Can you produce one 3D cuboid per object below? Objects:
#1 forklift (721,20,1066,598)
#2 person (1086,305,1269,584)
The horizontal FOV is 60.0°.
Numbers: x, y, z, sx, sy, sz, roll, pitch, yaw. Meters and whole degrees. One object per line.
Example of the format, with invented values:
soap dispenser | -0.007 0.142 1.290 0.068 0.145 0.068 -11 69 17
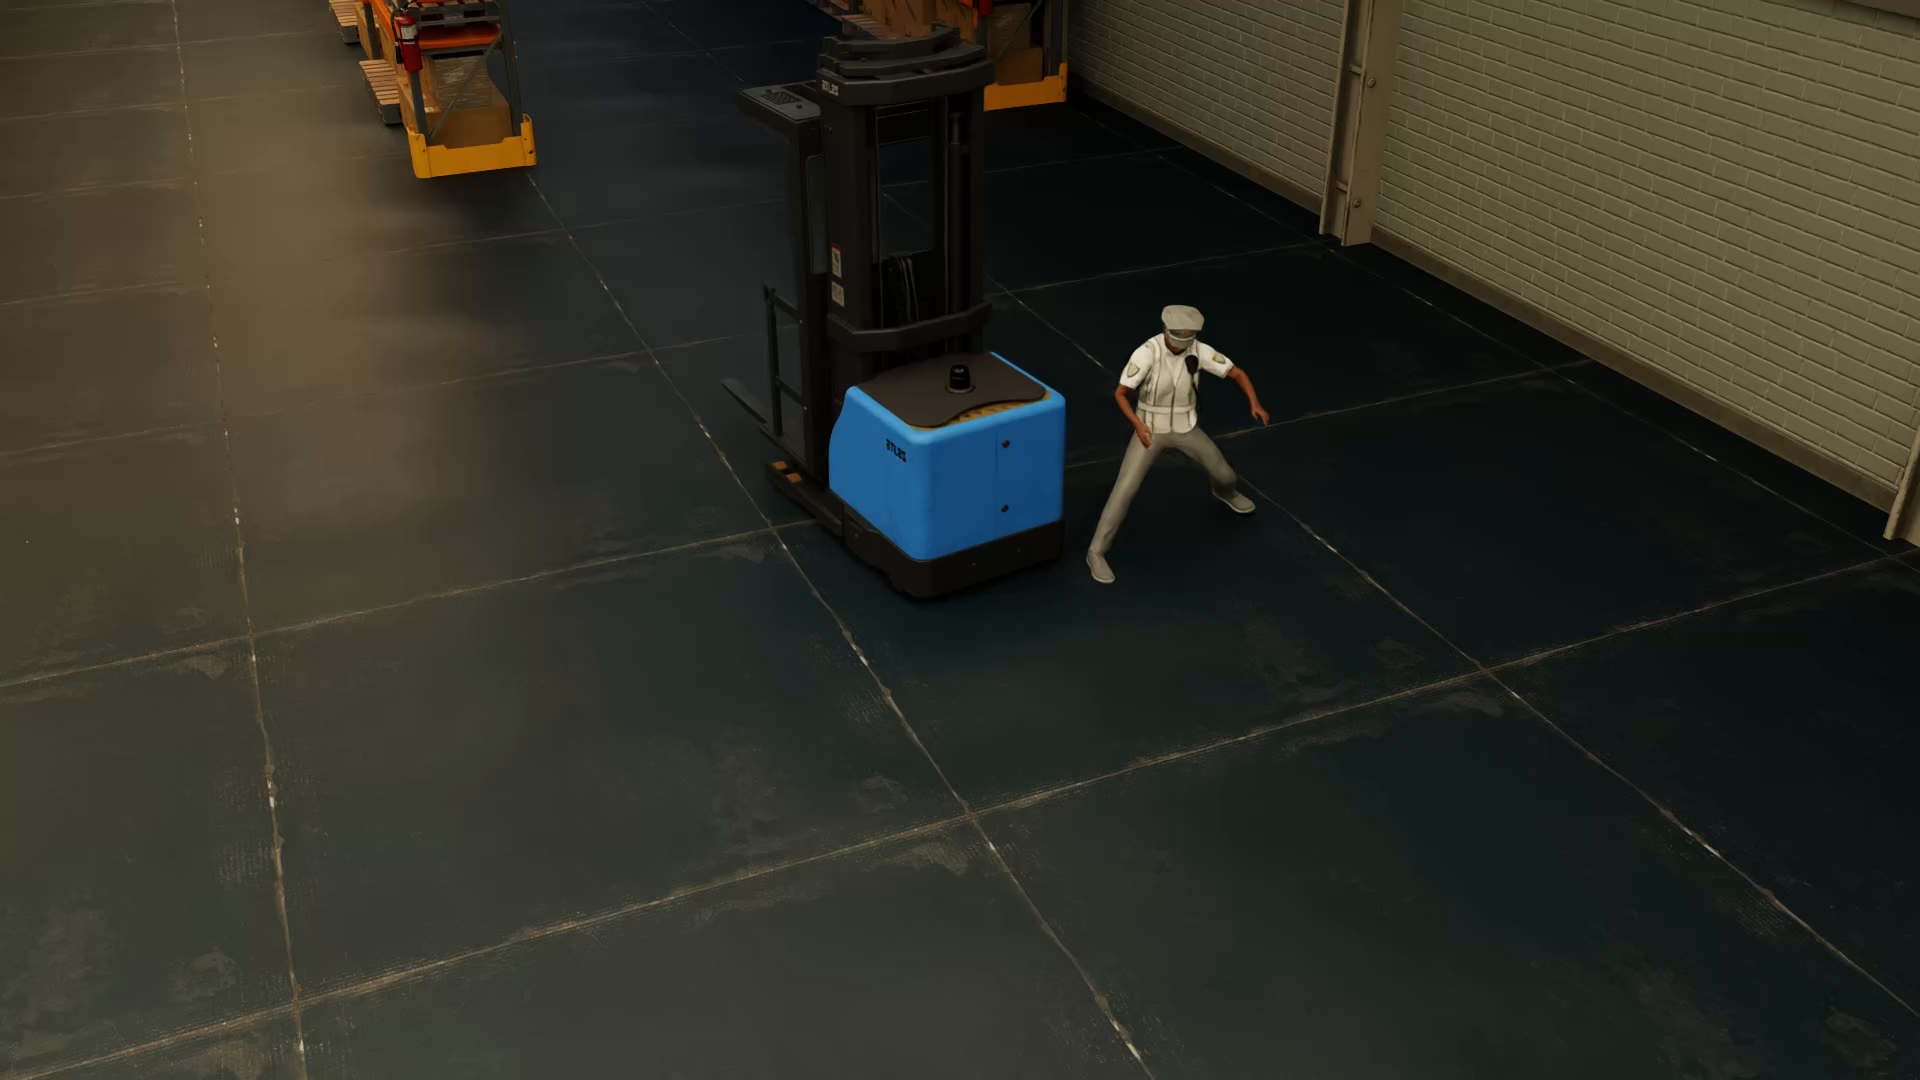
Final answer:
forklift | -0.587 -1.639 9.986 1.130 2.935 3.031 -17 34 -27
person | 1.296 -0.629 9.692 1.175 1.472 0.892 -4 30 -7
